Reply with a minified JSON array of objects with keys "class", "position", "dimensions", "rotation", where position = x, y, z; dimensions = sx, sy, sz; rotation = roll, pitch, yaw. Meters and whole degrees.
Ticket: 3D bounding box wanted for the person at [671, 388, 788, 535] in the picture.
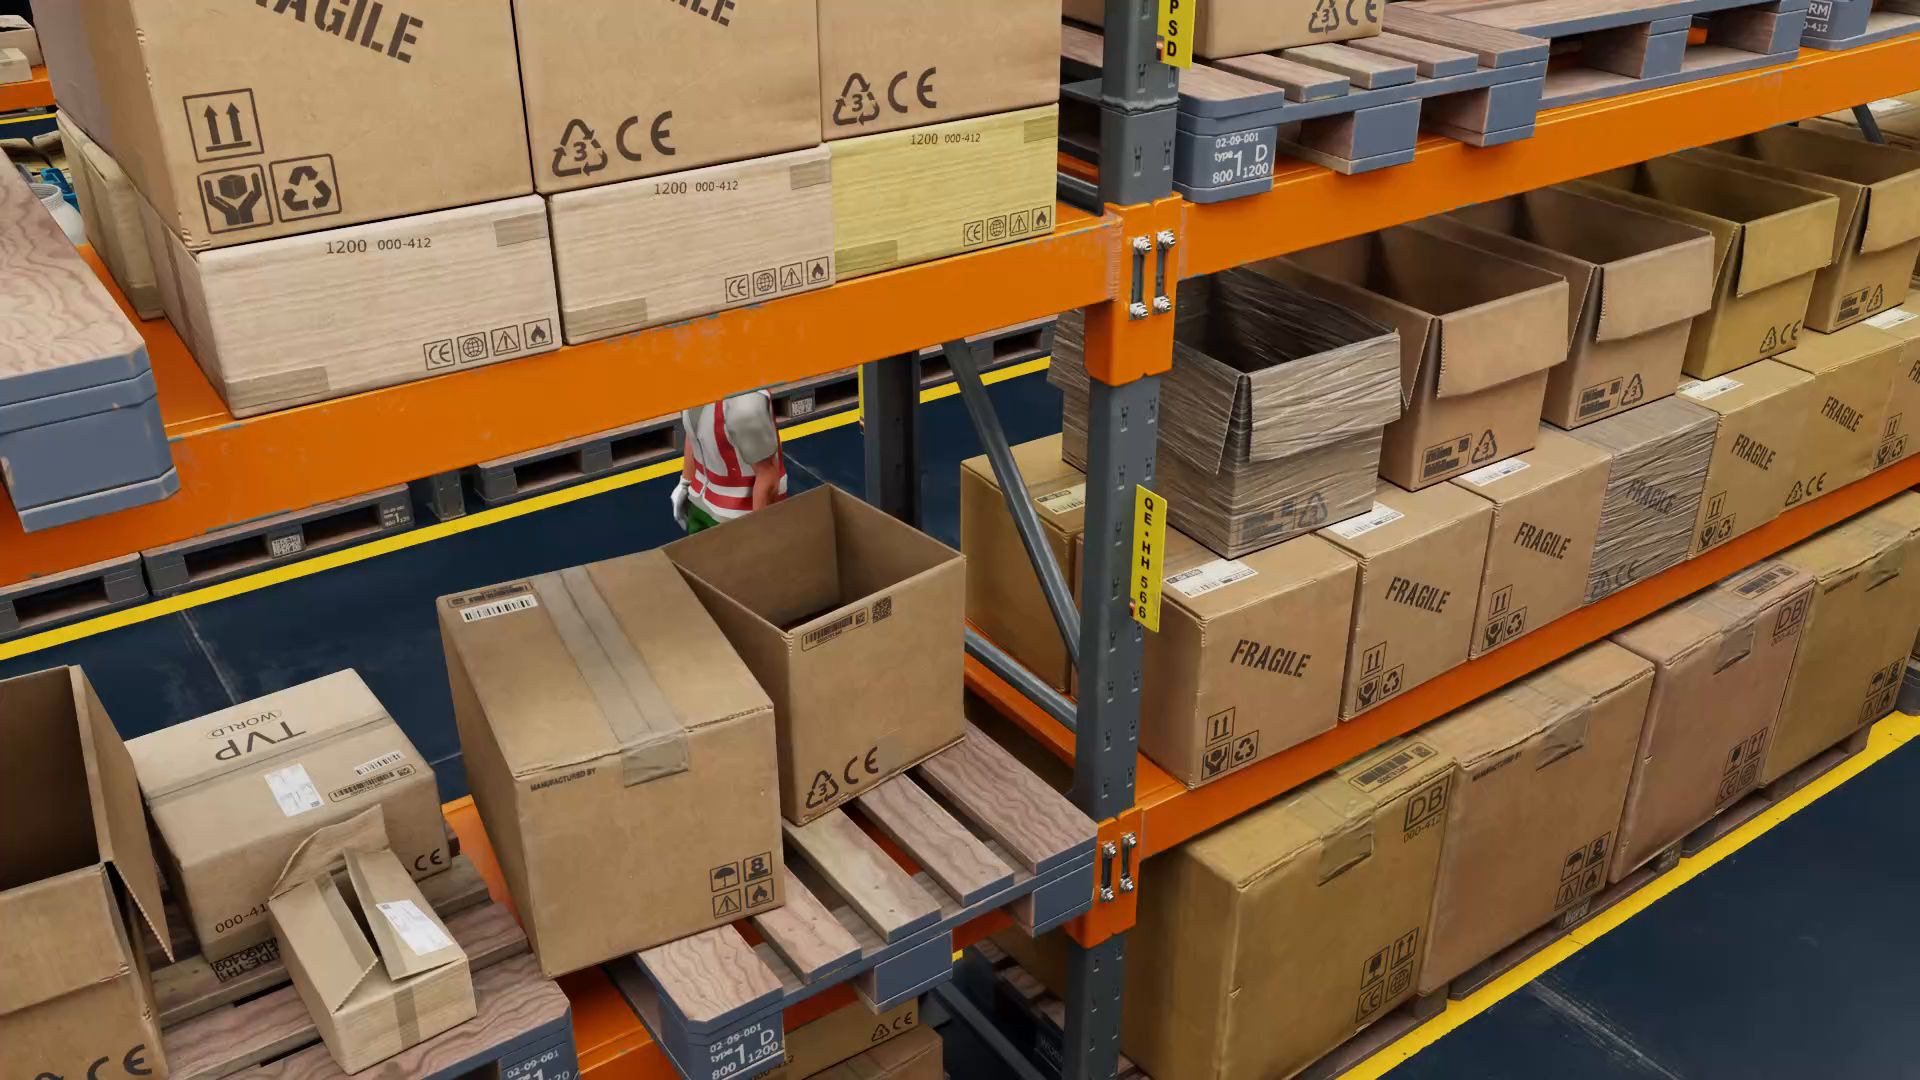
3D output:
[{"class":"person","position":[-0.895,-0.092,6.279],"dimensions":[0.455,1.779,0.619],"rotation":[-19,34,-32]}]
